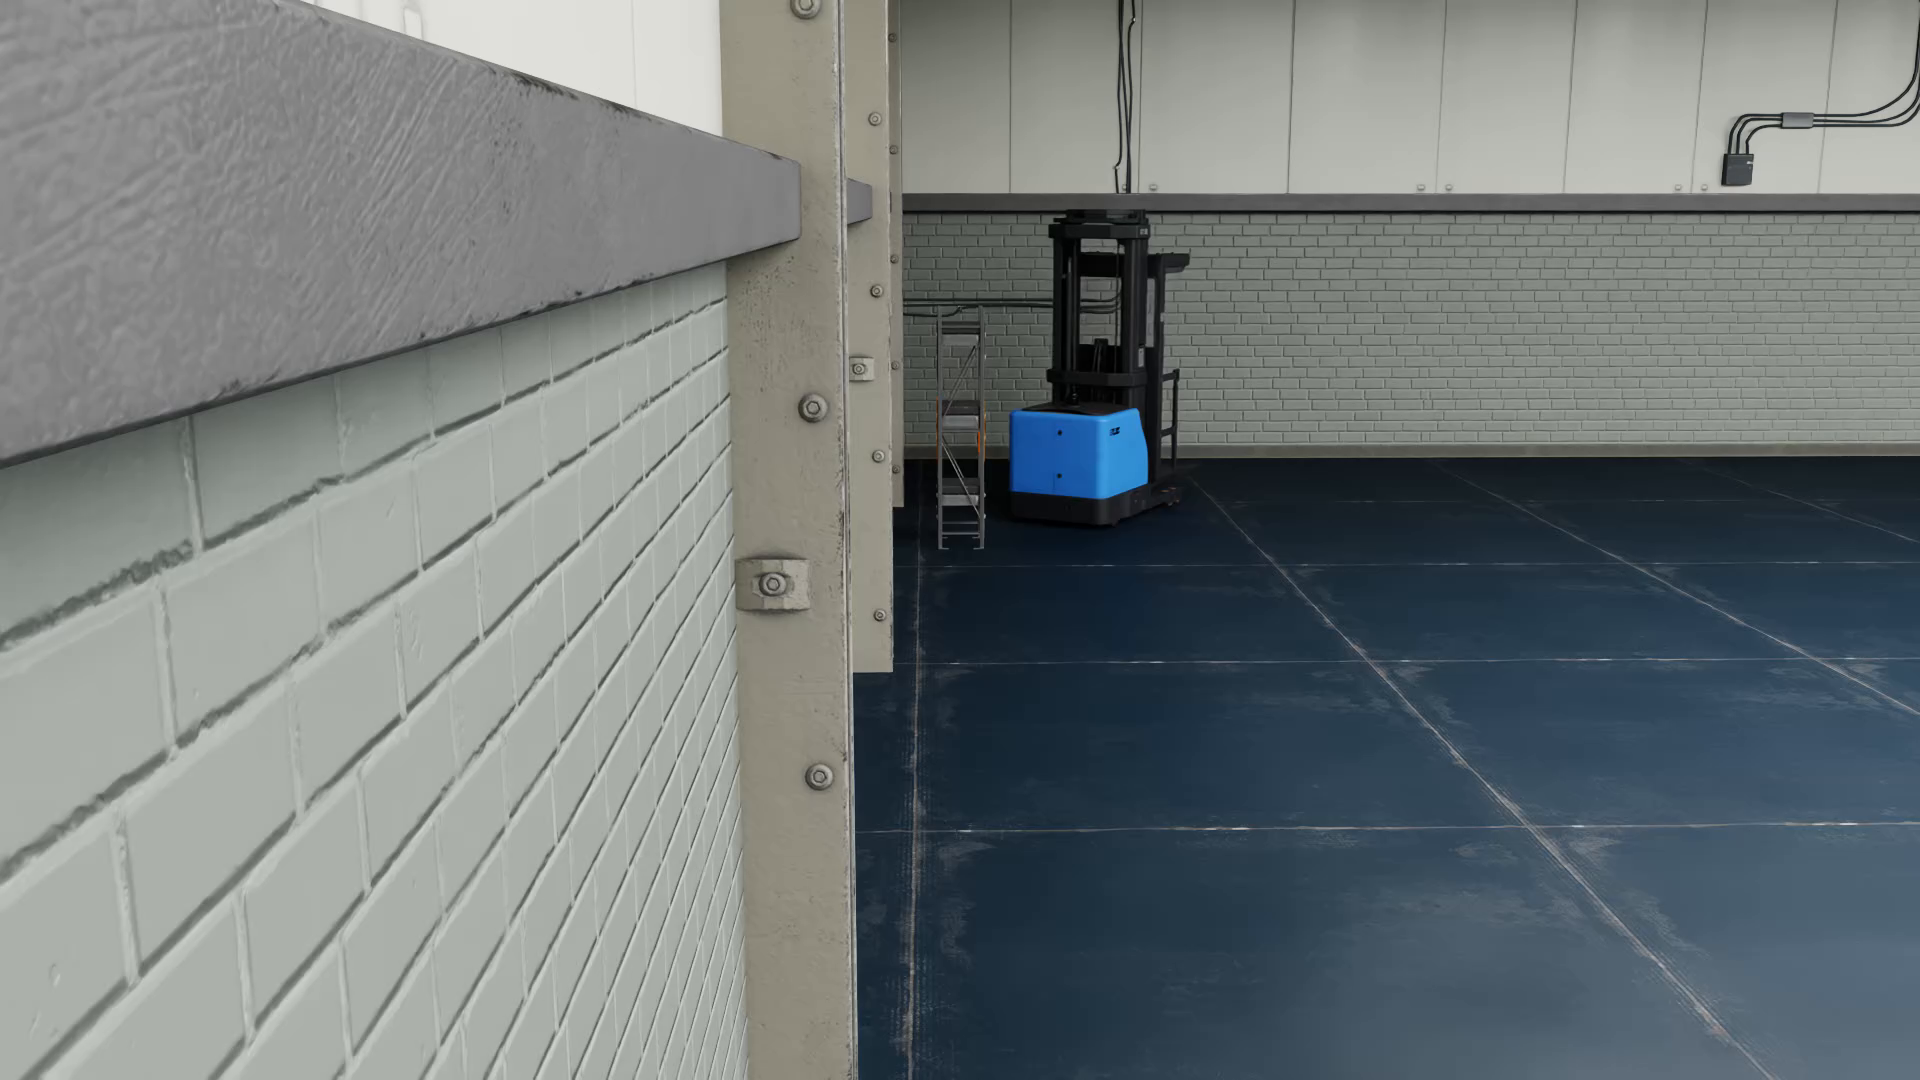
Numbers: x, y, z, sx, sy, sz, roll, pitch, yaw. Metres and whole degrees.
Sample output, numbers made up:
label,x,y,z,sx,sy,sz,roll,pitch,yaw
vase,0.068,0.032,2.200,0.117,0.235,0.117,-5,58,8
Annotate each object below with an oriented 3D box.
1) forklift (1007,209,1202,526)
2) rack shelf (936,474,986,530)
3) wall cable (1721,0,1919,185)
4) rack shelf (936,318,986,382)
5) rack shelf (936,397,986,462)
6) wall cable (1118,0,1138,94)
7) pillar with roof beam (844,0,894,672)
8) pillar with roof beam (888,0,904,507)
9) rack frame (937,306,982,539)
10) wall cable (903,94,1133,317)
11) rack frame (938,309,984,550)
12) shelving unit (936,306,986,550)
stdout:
label,x,y,z,sx,sy,sz,roll,pitch,yaw
forklift,1.602,-1.813,16.622,1.130,2.935,3.031,6,13,28
rack shelf,0.003,-0.297,14.830,0.431,0.518,0.480,0,11,-1
wall cable,10.031,-7.076,18.749,2.305,6.003,0.169,0,11,-1
rack shelf,0.003,-1.669,14.552,0.431,0.518,0.480,0,11,-1
rack shelf,0.003,-0.983,14.691,0.431,0.518,0.480,0,11,-1
wall cable,3.244,-6.338,18.772,3.097,2.526,0.112,0,11,-1
pillar with roof beam,3.706,-3.607,10.206,9.100,9.000,0.400,0,11,-1
pillar with roof beam,3.582,-4.800,16.085,9.100,9.000,0.400,0,11,-1
rack frame,-0.002,-1.045,14.927,0.400,2.100,0.015,0,11,-1
wall cable,0.539,-3.851,19.219,3.097,2.526,0.112,0,11,-1
rack frame,0.009,-0.948,14.449,0.400,2.100,0.015,0,11,-1
shelving unit,0.003,-0.996,14.688,0.431,2.100,0.503,0,11,-1
